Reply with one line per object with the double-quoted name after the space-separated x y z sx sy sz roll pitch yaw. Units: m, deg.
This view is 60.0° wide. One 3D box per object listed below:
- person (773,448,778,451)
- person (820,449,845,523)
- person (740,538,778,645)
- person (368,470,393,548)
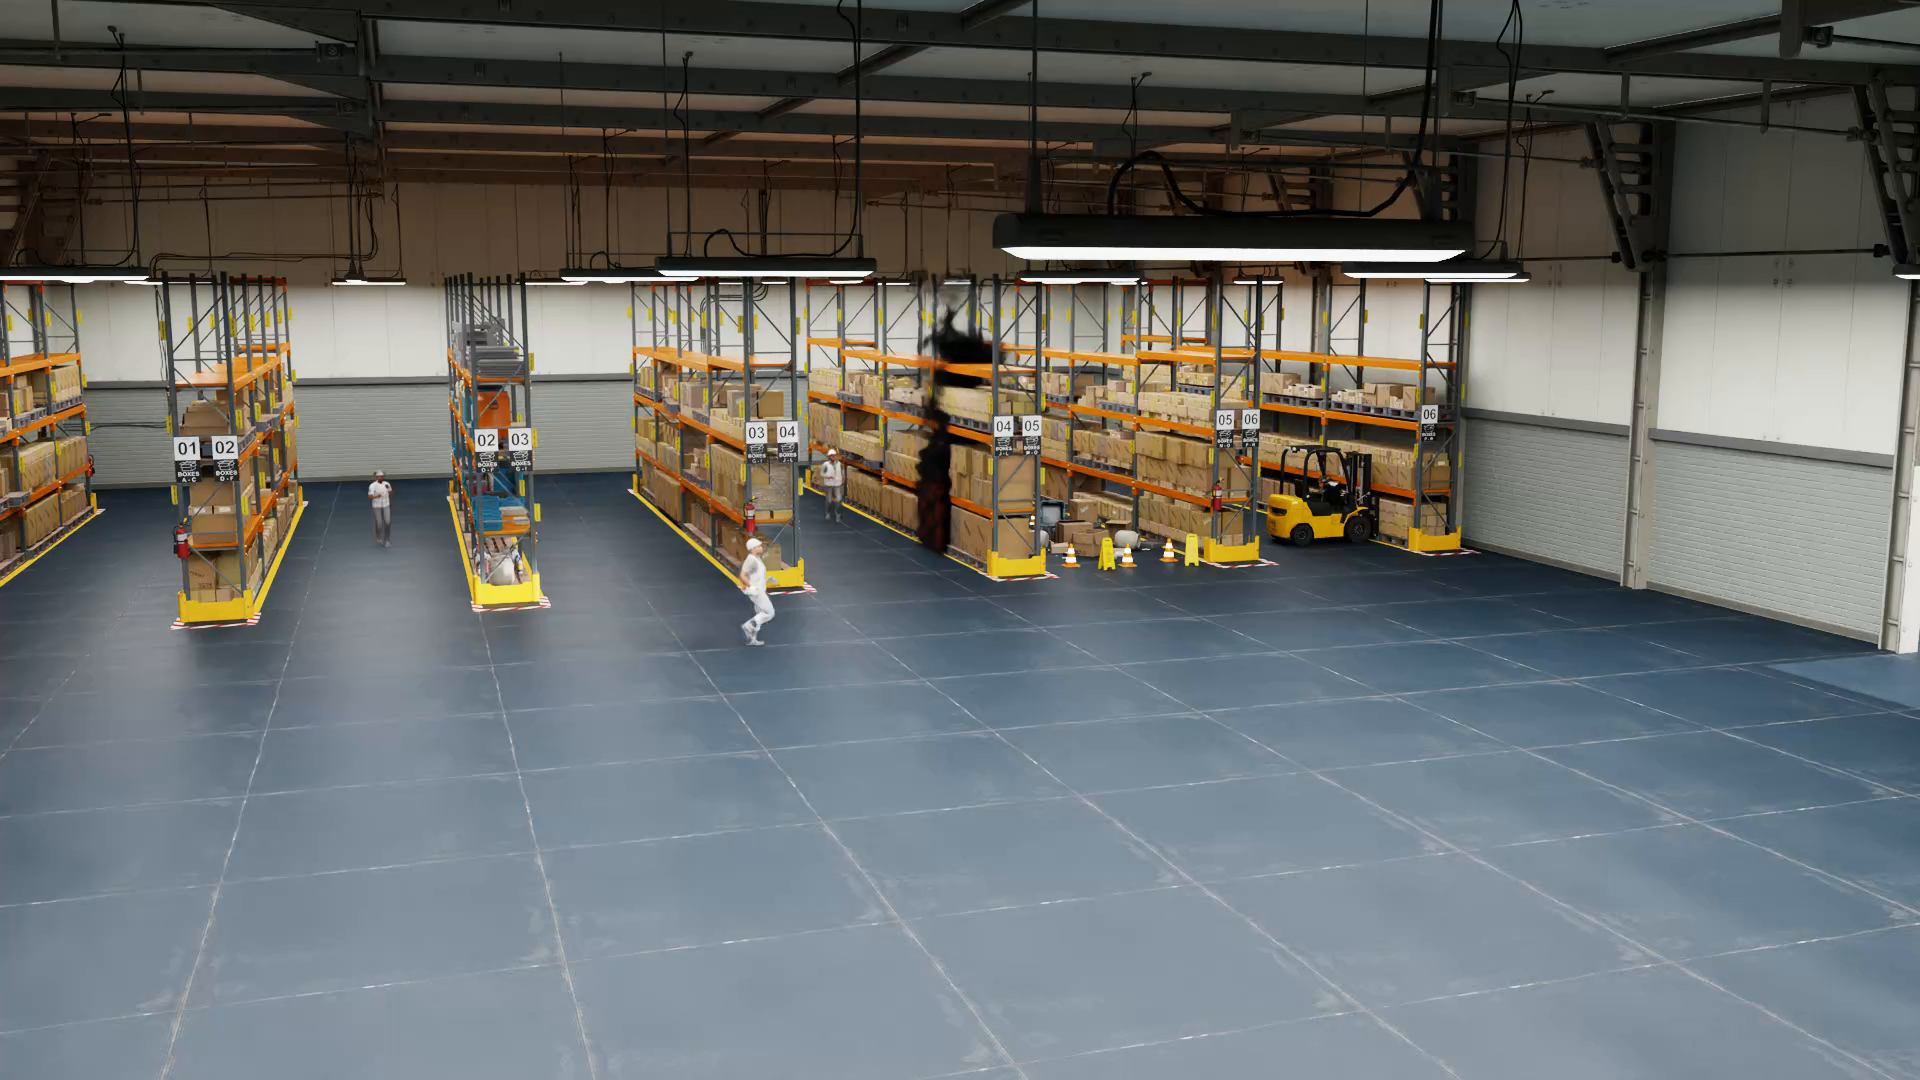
-5.312 -2.433 48.549 0.763 1.775 0.653 8 12 42 "person"
-3.128 -1.314 41.047 0.670 1.851 0.748 -3 9 -18 "person"
-3.223 0.839 26.738 0.581 1.740 0.652 0 9 0 "person"
-12.898 -0.696 37.091 0.556 1.756 0.714 -4 10 -27 "person"
